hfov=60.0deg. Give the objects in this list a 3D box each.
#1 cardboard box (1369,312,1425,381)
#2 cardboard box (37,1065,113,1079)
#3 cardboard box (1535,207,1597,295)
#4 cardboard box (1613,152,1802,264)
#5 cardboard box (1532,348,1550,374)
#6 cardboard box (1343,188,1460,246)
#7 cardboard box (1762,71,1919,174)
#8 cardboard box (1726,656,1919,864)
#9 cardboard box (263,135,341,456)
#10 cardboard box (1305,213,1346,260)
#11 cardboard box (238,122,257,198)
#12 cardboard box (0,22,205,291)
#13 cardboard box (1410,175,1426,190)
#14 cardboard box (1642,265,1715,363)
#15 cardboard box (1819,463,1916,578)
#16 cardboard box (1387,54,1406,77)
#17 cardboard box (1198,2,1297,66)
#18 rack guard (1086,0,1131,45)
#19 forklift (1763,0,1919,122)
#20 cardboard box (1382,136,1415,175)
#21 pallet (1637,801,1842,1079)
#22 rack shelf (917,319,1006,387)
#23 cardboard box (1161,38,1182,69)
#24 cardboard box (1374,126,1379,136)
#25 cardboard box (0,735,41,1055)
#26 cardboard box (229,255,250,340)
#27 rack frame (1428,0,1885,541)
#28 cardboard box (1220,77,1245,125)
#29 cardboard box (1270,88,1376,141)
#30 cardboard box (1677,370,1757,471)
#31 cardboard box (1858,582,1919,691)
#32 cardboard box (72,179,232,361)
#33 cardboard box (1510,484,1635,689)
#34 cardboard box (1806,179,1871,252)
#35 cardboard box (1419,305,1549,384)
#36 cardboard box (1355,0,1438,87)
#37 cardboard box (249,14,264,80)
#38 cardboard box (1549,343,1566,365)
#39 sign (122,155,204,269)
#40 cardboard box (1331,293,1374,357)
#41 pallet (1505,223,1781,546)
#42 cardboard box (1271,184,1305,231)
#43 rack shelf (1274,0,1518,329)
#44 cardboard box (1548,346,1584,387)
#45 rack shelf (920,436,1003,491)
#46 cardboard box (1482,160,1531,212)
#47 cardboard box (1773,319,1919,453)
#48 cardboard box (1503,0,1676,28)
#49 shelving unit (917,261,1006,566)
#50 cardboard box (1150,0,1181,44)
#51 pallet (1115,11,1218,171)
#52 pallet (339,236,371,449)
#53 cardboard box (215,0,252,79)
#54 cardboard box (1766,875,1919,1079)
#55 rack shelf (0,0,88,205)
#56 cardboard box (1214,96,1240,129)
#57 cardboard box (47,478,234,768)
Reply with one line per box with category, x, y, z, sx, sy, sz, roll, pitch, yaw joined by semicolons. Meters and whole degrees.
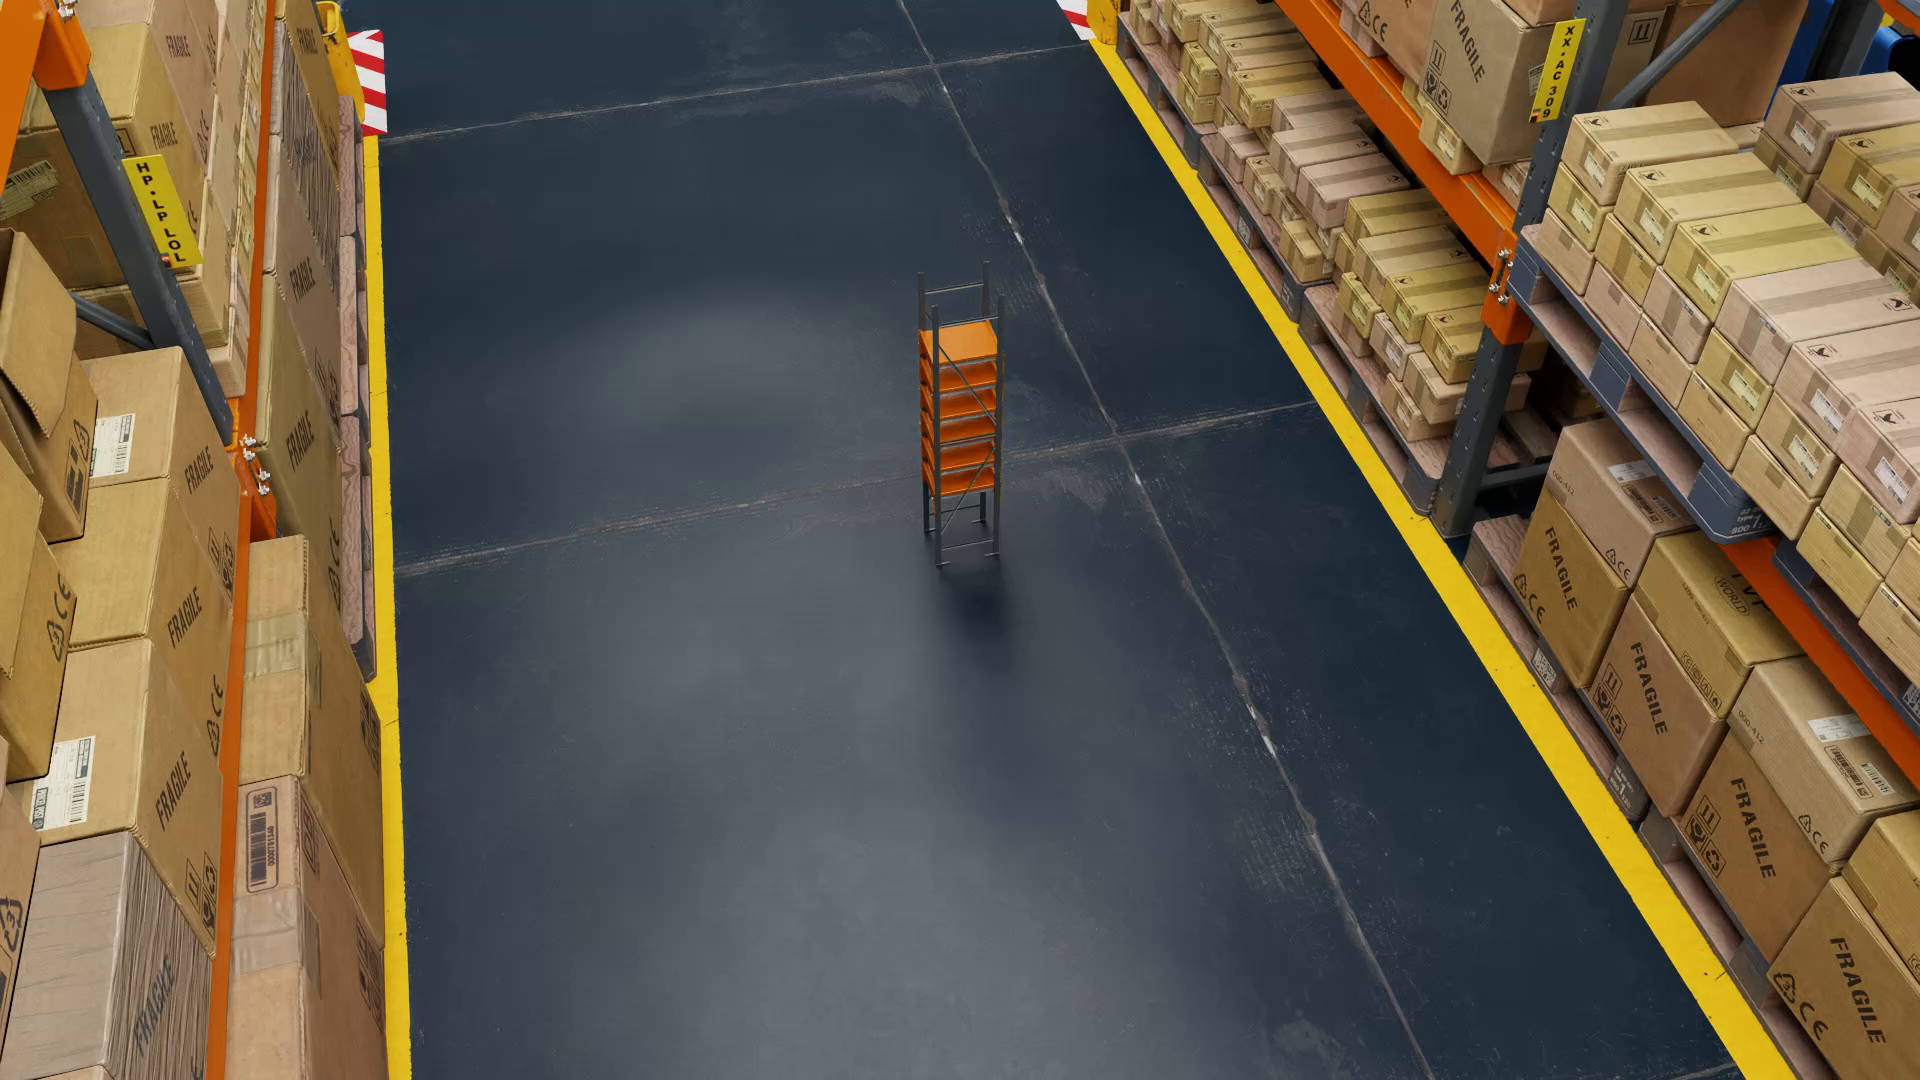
cardboard box;1.813;-0.777;6.405;0.380;0.149;0.250;-13;47;-12
cardboard box;-1.644;1.290;2.816;0.500;0.500;0.500;-11;47;-11
cardboard box;1.939;-0.883;4.897;0.380;0.149;0.250;-13;47;-12
cardboard box;2.016;-0.900;4.497;0.380;0.149;0.250;-10;46;-9
cardboard box;2.432;-0.823;6.658;0.380;0.149;0.250;-9;46;-9
cardboard box;1.774;-1.268;6.678;0.380;0.149;0.250;-9;46;-9
cardboard box;2.574;-1.206;4.797;0.380;0.149;0.250;-9;46;-8
cardboard box;2.481;0.564;4.528;0.500;0.250;0.500;-9;46;-9
cardboard box;-2.860;-0.838;6.164;0.875;0.875;0.875;-11;47;-10
cardboard box;1.674;-1.322;6.939;0.380;0.149;0.250;-10;46;-9
cardboard box;-2.562;-1.241;5.542;0.380;0.149;0.250;-11;47;-11
cardboard box;-2.414;-1.034;4.535;0.500;0.500;0.500;-11;47;-10
cardboard box;2.136;-1.443;7.058;0.380;0.149;0.250;-9;46;-8
cardboard box;2.073;-0.630;4.441;0.380;0.149;0.250;-10;46;-9
cardboard box;2.279;-0.082;3.904;0.380;0.149;0.250;-11;47;-11
cardboard box;1.801;-1.790;6.080;0.380;0.149;0.250;-12;47;-11
cardboard box;1.335;-2.353;7.741;0.380;0.149;0.250;-13;47;-12
rack guard;1.278;-3.014;8.854;1.175;0.500;0.348;-11;47;-10
forklift;4.432;-1.890;6.050;1.130;2.935;3.031;-10;46;-9
cardboard box;2.044;-1.719;7.120;0.380;0.149;0.250;-12;47;-12
pallet;2.799;1.177;4.948;1.003;0.211;1.213;-11;47;-10
rack shelf;0.004;-0.631;5.586;0.258;0.103;0.180;-11;47;-10
cardboard box;1.229;-2.505;8.306;0.380;0.149;0.250;-11;47;-10
cardboard box;1.997;-1.988;7.592;0.380;0.149;0.250;-9;46;-8
cardboard box;-2.028;0.613;2.777;0.797;0.503;0.637;-9;46;-9
cardboard box;-2.360;-0.701;5.013;0.380;0.149;0.250;-12;47;-12
rack frame;2.282;-1.180;5.306;1.000;3.000;0.127;-11;47;-10
cardboard box;1.429;-2.071;7.673;0.380;0.149;0.250;-13;47;-12
cardboard box;1.577;-1.814;7.213;0.380;0.149;0.250;-11;47;-10
cardboard box;2.139;-0.346;4.370;0.380;0.149;0.250;-10;46;-10
cardboard box;2.340;0.192;3.843;0.380;0.149;0.250;-13;47;-12
cardboard box;-2.405;-0.767;4.798;0.500;0.250;0.500;-11;47;-11
cardboard box;2.215;0.107;5.501;0.500;0.500;0.500;-9;46;-9
cardboard box;2.644;-0.923;4.728;0.380;0.149;0.250;-10;46;-10
cardboard box;1.940;-0.735;6.156;0.380;0.149;0.250;-9;46;-9
cardboard box;1.754;-1.960;5.792;0.500;0.500;0.500;-12;47;-11
cardboard box;-2.762;-1.775;6.066;0.380;0.149;0.250;-10;46;-10
cardboard box;2.395;-0.813;6.232;0.380;0.149;0.250;-9;46;-9
sign;-2.016;-0.826;4.204;0.100;0.325;0.005;-11;47;-10
cardboard box;1.737;-0.903;6.737;0.380;0.149;0.250;-12;47;-12
pallet;2.338;-0.558;4.831;1.003;0.211;1.213;-11;47;-10
cardboard box;1.586;-1.444;7.267;0.380;0.149;0.250;-10;46;-10
rack shelf;1.770;-2.309;6.916;1.077;0.370;4.000;-11;47;-10
cardboard box;2.499;-0.742;6.371;0.380;0.149;0.250;-9;46;-8
rack shelf;0.004;-0.295;5.929;0.258;0.103;0.180;-11;47;-10
cardboard box;1.983;-1.246;5.547;0.380;0.149;0.250;-11;47;-11
cardboard box;2.207;-0.373;3.980;0.380;0.149;0.250;-11;47;-11
cardboard box;1.901;-1.944;5.077;0.500;0.500;0.500;-12;47;-12
shelving unit;0.004;-0.410;5.812;0.258;1.200;0.189;-11;47;-10
cardboard box;1.160;-2.587;8.178;0.380;0.149;0.250;-11;47;-11
pallet;1.452;-2.346;8.401;1.003;0.211;1.213;-11;47;-10
pallet;-2.973;-0.750;6.837;1.003;0.211;1.213;-11;47;-10
cardboard box;-2.784;-1.809;5.820;0.500;0.250;0.500;-11;47;-10
cardboard box;2.605;1.182;4.448;0.500;0.500;0.500;-13;47;-12
rack shelf;-2.026;0.240;2.318;1.077;0.370;4.000;-11;47;-10
cardboard box;1.416;-1.979;7.791;0.380;0.149;0.250;-11;47;-10
cardboard box;-2.034;0.238;3.846;0.500;0.500;0.500;-9;46;-9
